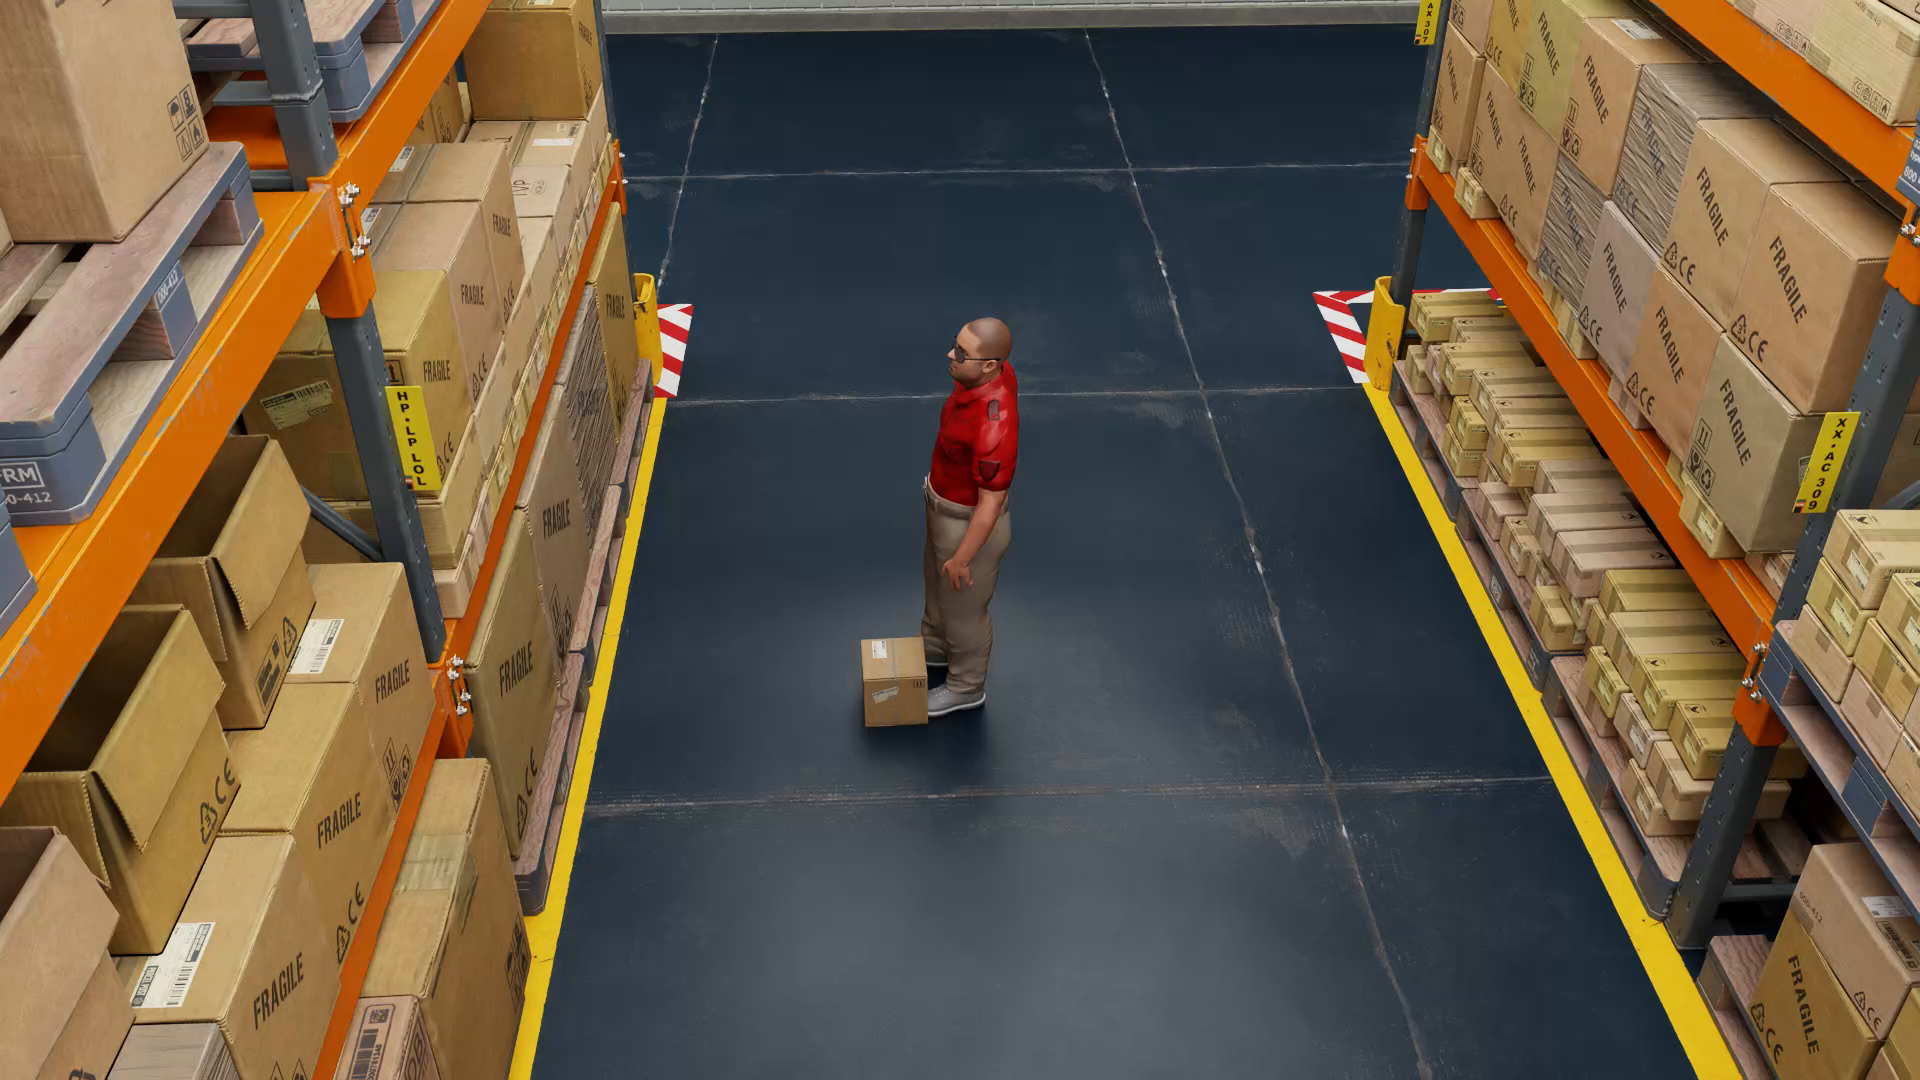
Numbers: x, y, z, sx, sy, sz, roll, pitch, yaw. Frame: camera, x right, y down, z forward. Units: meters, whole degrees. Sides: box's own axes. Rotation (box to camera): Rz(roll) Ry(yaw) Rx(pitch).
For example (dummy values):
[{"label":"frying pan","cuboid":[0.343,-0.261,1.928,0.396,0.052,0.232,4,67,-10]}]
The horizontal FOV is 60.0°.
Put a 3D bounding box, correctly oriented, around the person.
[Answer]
[{"label":"person","cuboid":[-0.062,-0.072,6.245,0.550,1.728,0.642,-1,35,-2]}]
